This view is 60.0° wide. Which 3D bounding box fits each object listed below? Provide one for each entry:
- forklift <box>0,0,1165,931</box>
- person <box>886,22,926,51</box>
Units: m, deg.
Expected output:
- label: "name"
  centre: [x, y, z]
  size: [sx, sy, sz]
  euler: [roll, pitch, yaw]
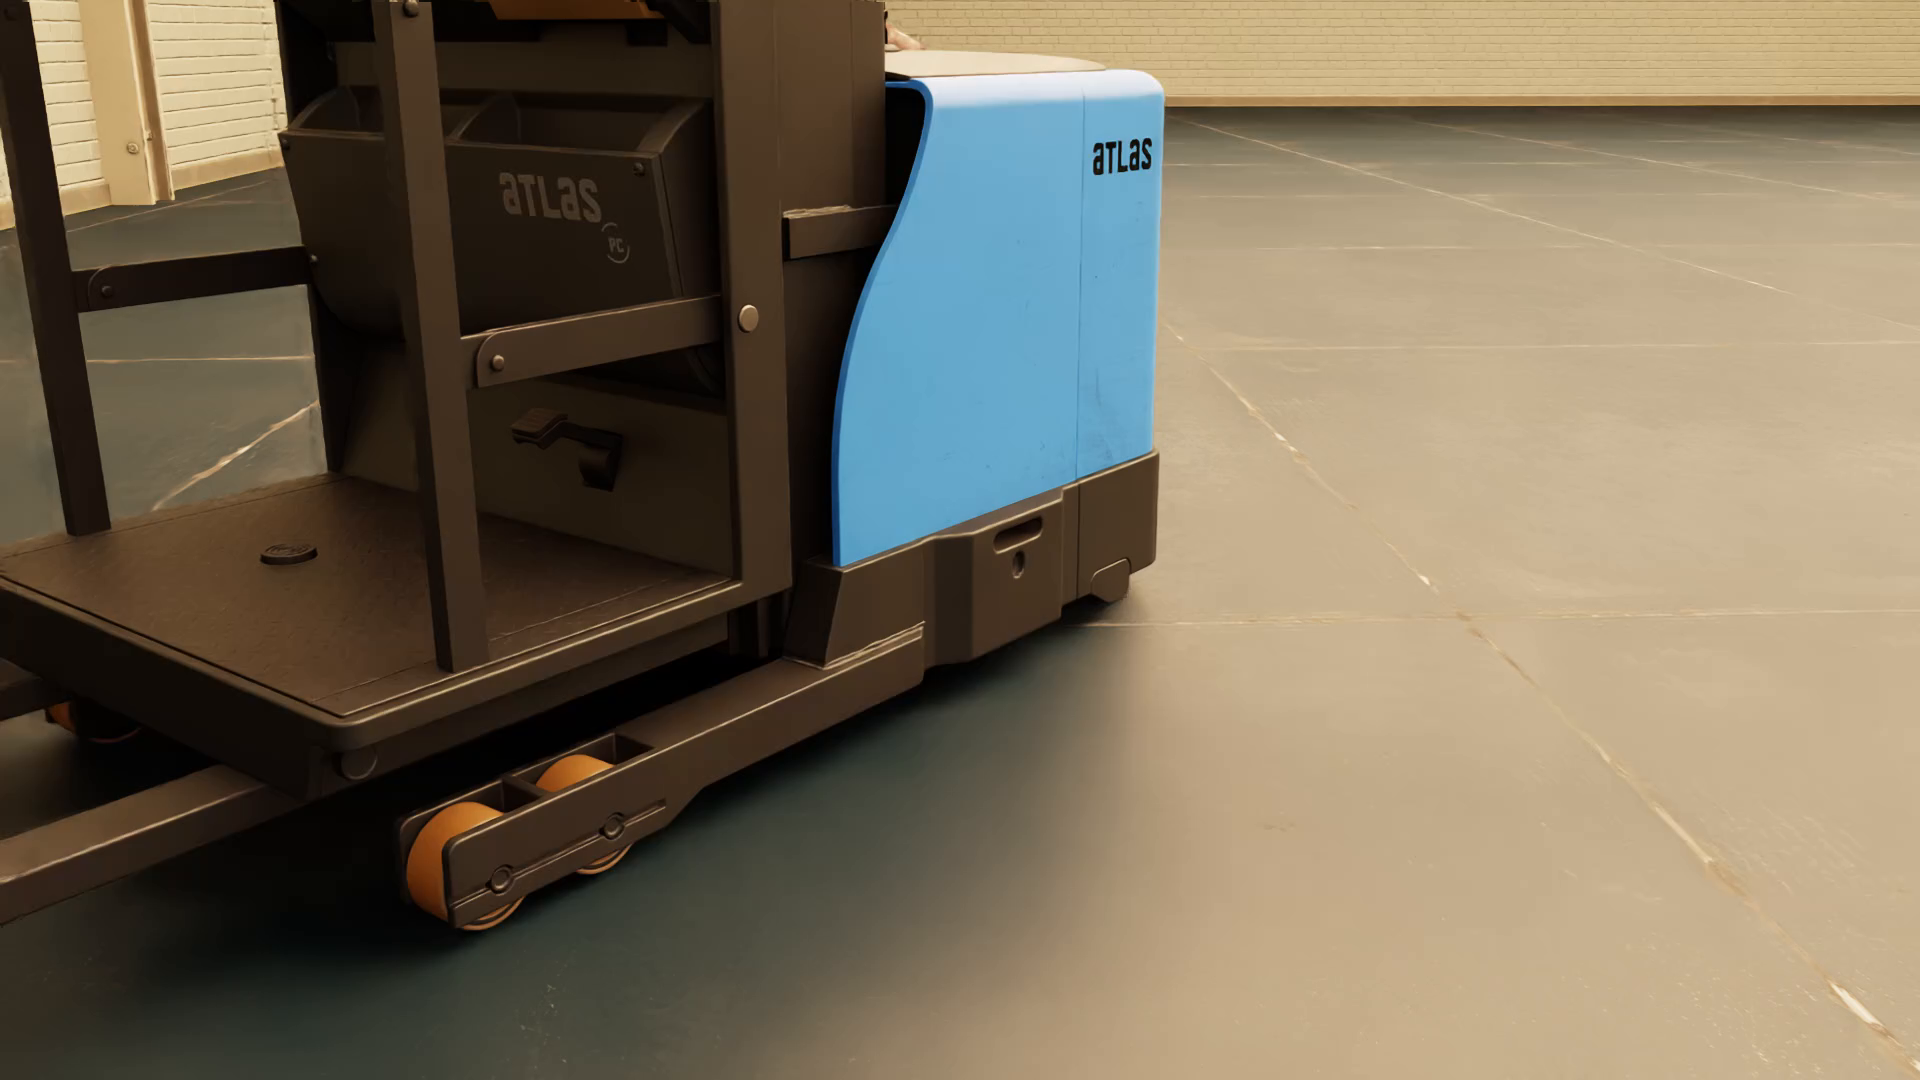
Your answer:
- label: "forklift"
  centre: [-0.876, -1.044, 2.320]
  size: [1.130, 2.935, 3.031]
  euler: [13, 21, 36]
- label: "person"
  centre: [-0.297, -0.956, 4.295]
  size: [0.856, 1.612, 1.127]
  euler: [10, 19, 29]
